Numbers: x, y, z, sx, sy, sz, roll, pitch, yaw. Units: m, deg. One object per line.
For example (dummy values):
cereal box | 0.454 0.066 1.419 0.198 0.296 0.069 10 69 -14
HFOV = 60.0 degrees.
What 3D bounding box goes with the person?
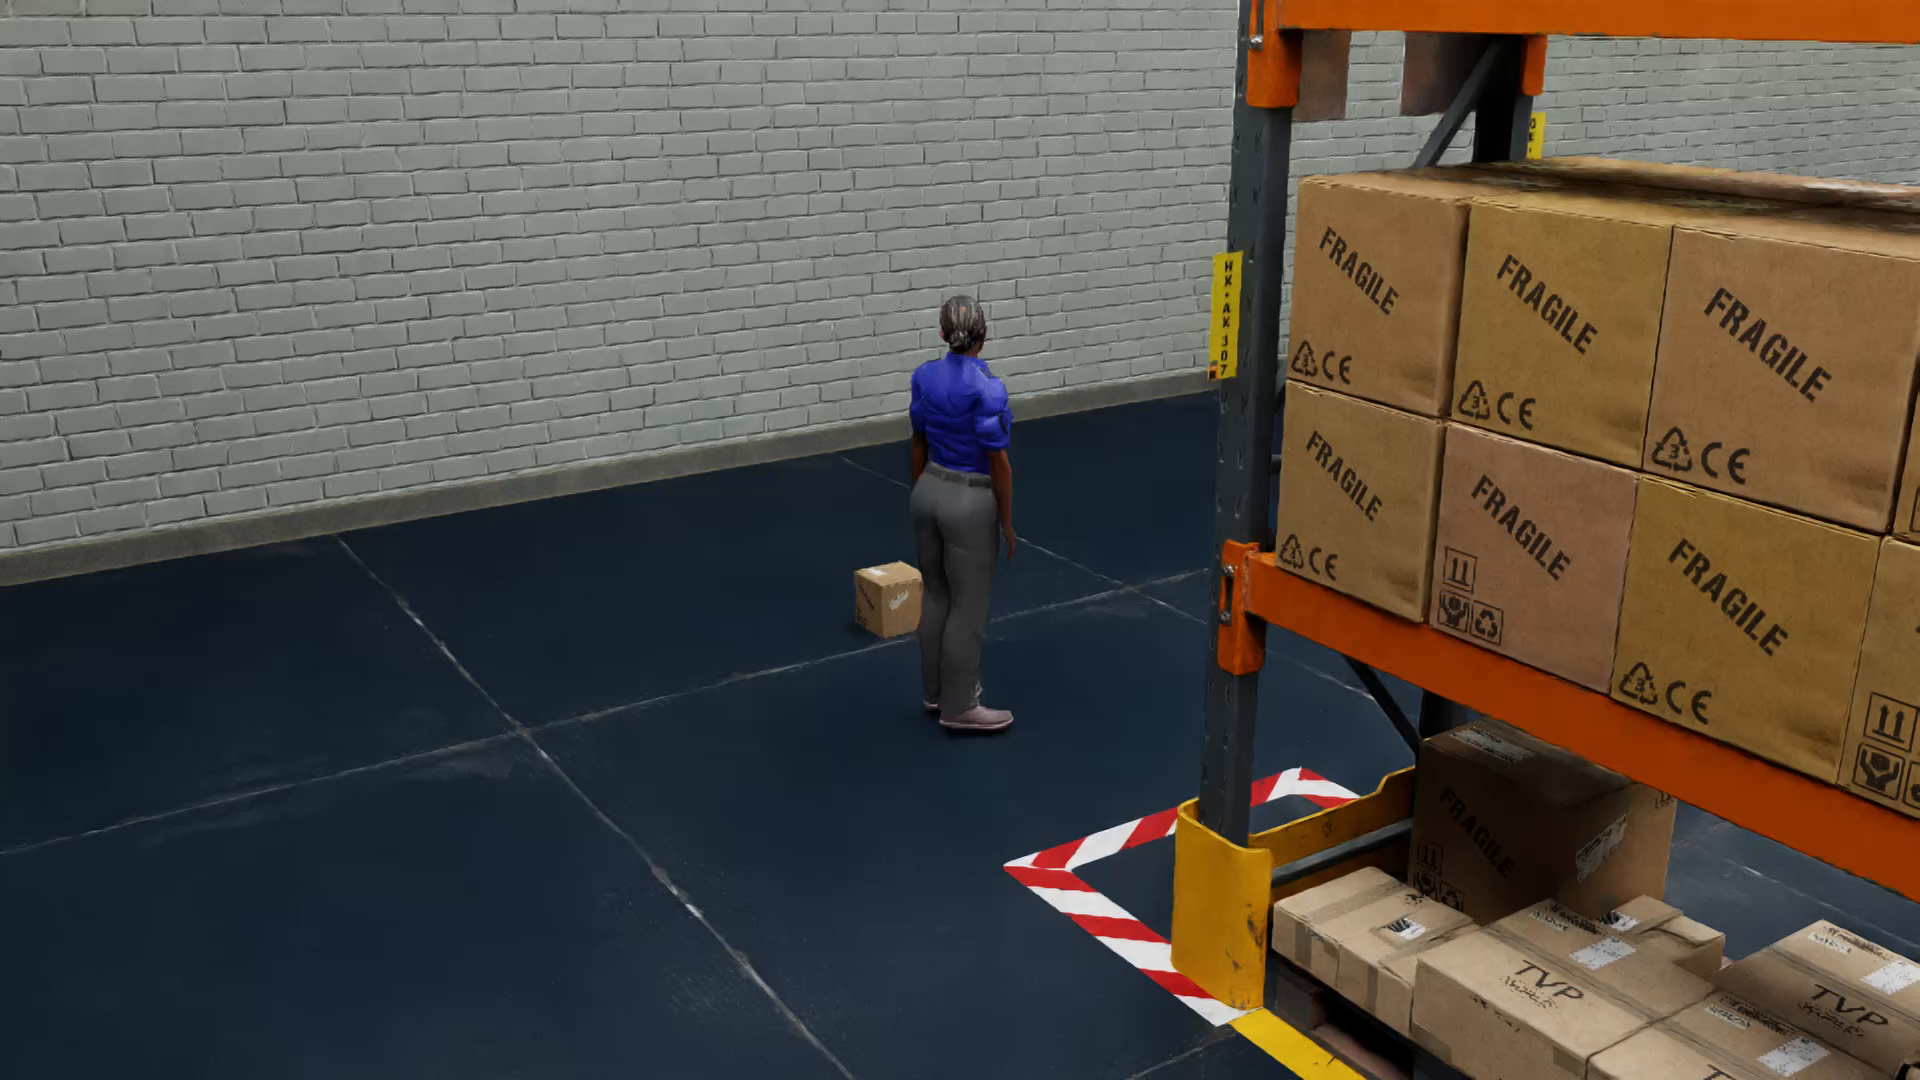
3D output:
person | 0.013 -0.105 6.314 0.490 1.668 0.371 16 24 40
